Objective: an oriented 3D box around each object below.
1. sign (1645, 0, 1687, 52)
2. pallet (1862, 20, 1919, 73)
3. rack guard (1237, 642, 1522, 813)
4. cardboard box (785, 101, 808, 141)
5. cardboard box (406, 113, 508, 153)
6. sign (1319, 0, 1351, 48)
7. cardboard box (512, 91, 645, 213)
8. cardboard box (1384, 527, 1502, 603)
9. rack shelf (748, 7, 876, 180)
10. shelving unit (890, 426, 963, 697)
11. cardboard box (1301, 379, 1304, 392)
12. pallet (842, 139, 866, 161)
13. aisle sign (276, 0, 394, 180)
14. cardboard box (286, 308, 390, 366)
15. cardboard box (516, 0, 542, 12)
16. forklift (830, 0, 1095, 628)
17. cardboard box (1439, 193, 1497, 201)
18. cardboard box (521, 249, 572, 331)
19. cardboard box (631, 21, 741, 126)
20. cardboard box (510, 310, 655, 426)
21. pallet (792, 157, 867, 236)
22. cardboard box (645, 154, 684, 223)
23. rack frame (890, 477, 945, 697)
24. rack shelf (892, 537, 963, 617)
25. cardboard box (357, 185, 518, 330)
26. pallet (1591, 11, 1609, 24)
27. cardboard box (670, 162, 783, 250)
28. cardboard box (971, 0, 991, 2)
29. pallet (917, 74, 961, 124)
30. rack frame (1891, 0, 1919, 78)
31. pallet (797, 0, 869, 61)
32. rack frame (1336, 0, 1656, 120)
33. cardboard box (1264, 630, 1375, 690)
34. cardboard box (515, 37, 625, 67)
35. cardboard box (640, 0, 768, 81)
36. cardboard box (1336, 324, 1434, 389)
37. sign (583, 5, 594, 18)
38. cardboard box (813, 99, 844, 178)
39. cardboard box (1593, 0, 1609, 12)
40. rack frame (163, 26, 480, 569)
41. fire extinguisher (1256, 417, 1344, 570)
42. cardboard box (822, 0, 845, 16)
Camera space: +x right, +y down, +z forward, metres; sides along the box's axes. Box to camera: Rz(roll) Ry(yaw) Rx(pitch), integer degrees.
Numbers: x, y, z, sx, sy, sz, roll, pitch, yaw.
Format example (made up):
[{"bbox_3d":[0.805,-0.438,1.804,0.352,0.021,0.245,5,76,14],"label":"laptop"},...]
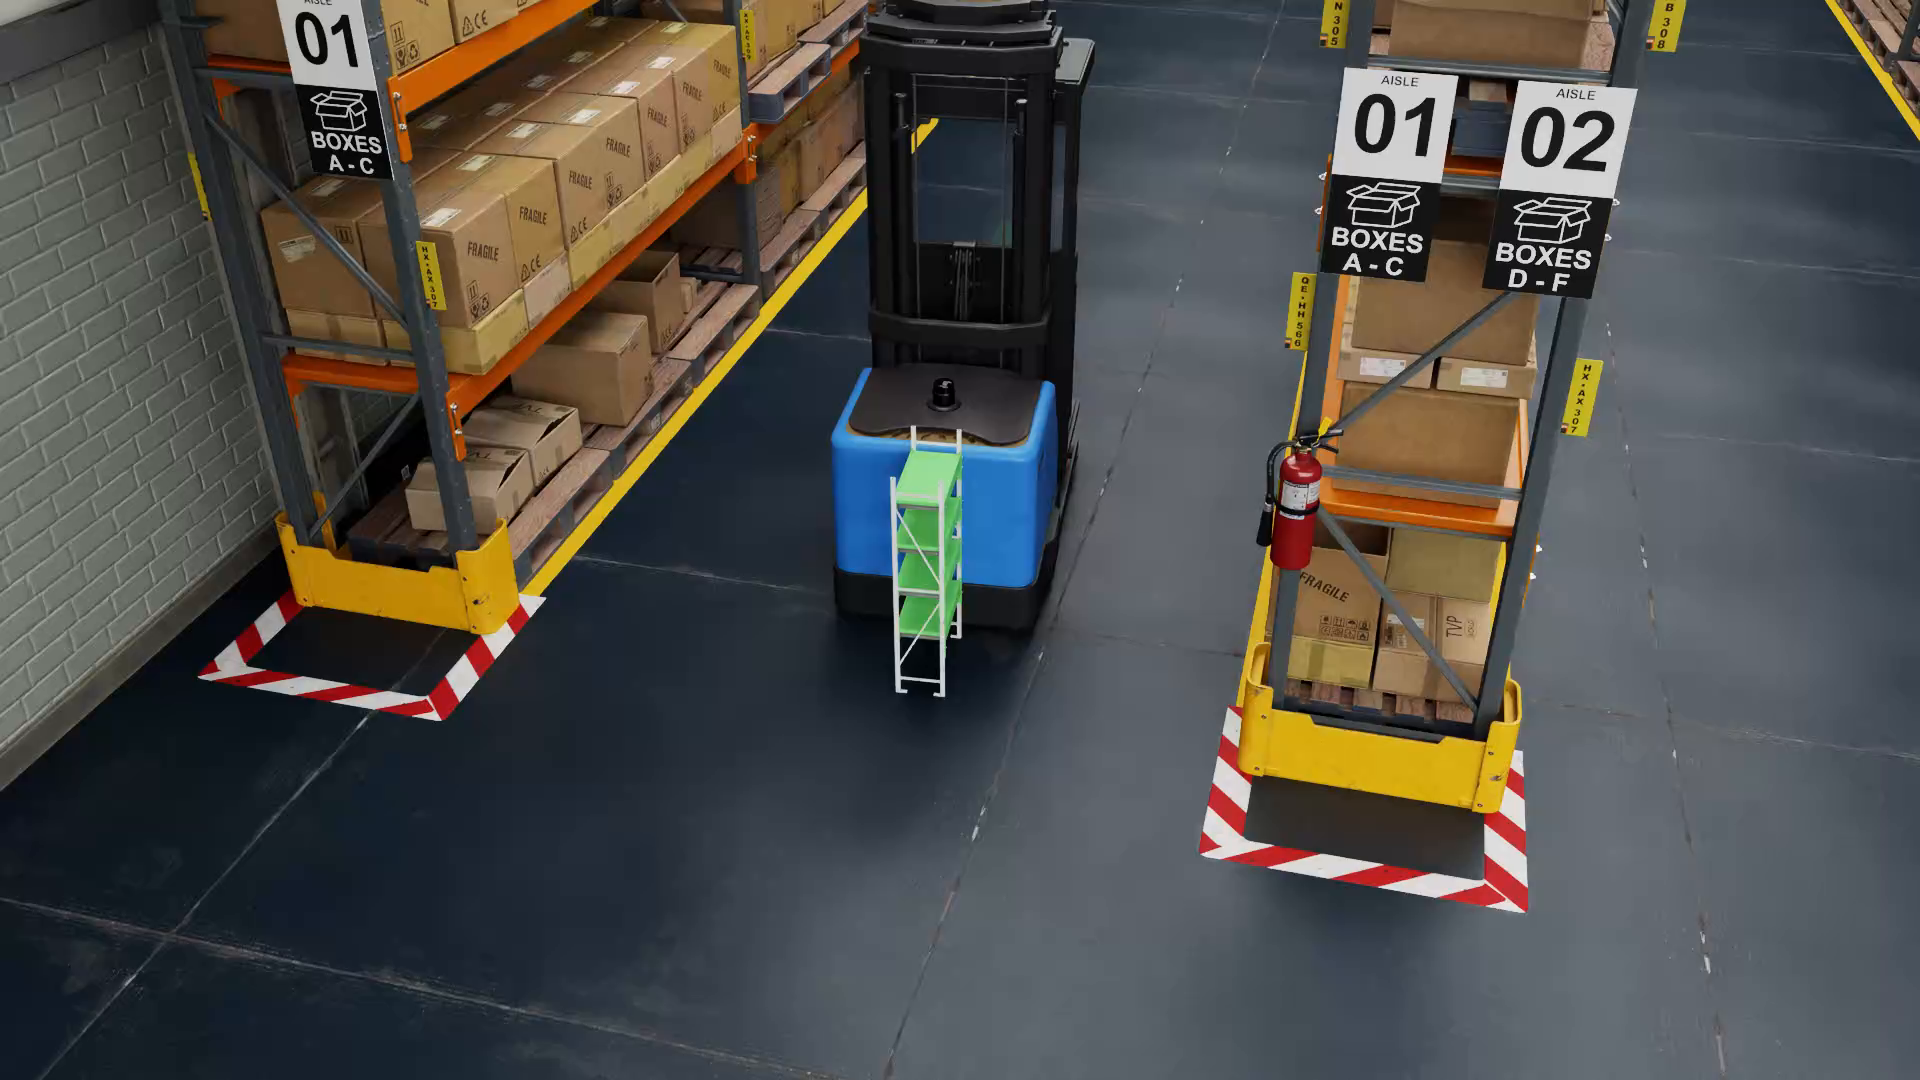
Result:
[{"bbox_3d":[2.406,-1.820,5.633,0.100,0.325,0.005,8,33,12],"label":"sign"},{"bbox_3d":[9.856,-4.991,16.905,1.003,0.211,1.213,8,33,12],"label":"pallet"},{"bbox_3d":[1.865,0.837,7.468,1.175,0.500,0.348,8,33,12],"label":"rack guard"},{"bbox_3d":[-1.499,-3.310,12.881,0.500,0.250,0.500,7,33,11],"label":"cardboard box"},{"bbox_3d":[-2.743,-1.967,8.970,0.500,0.500,0.500,7,33,11],"label":"cardboard box"},{"bbox_3d":[1.350,-1.918,5.923,0.100,0.325,0.005,8,33,12],"label":"sign"},{"bbox_3d":[-2.118,-2.163,9.279,0.500,0.500,0.500,9,34,14],"label":"cardboard box"},{"bbox_3d":[2.347,-0.072,8.039,0.500,0.500,0.500,8,33,12],"label":"cardboard box"},{"bbox_3d":[-1.399,-3.713,12.965,1.077,0.370,4.000,8,33,12],"label":"rack shelf"},{"bbox_3d":[-0.152,0.109,7.960,0.258,1.200,0.503,5,33,8],"label":"shelving unit"},{"bbox_3d":[2.087,-0.663,8.969,0.500,0.500,0.500,8,33,12],"label":"cardboard box"},{"bbox_3d":[-1.091,-3.472,14.515,1.003,0.211,1.213,8,33,12],"label":"pallet"},{"bbox_3d":[-2.650,-1.922,7.054,0.394,0.787,0.004,8,33,12],"label":"aisle sign"},{"bbox_3d":[-2.990,-1.117,8.333,0.500,0.250,0.500,8,33,13],"label":"cardboard box"},{"bbox_3d":[-2.296,-2.903,8.113,0.500,0.500,0.500,10,34,15],"label":"cardboard box"},{"bbox_3d":[0.102,-1.568,8.985,1.130,2.935,3.031,5,33,8],"label":"forklift"},{"bbox_3d":[2.143,-1.362,7.294,0.700,0.500,0.500,7,33,11],"label":"cardboard box"},{"bbox_3d":[-2.373,-1.330,8.667,0.500,0.250,0.500,7,33,11],"label":"cardboard box"},{"bbox_3d":[-1.727,-2.953,10.521,0.500,0.500,0.500,8,33,12],"label":"cardboard box"},{"bbox_3d":[-2.280,-1.050,10.026,0.700,0.500,0.500,6,33,9],"label":"cardboard box"},{"bbox_3d":[-1.403,-2.841,13.523,1.003,0.211,1.213,8,33,12],"label":"pallet"},{"bbox_3d":[-1.981,-2.116,9.904,0.500,0.250,0.500,8,33,12],"label":"cardboard box"},{"bbox_3d":[-0.192,0.239,7.756,0.240,1.200,0.015,5,33,8],"label":"rack frame"},{"bbox_3d":[-0.152,0.163,7.994,0.258,0.148,0.480,5,33,8],"label":"rack shelf"},{"bbox_3d":[-2.510,-1.372,8.034,0.500,0.500,0.500,8,33,12],"label":"cardboard box"},{"bbox_3d":[2.383,-2.458,7.606,1.003,0.211,1.213,8,33,12],"label":"pallet"},{"bbox_3d":[-1.736,-2.494,12.297,0.700,0.500,0.500,9,34,14],"label":"cardboard box"},{"bbox_3d":[-0.138,-5.584,16.849,0.750,0.750,0.750,9,34,14],"label":"cardboard box"},{"bbox_3d":[-0.618,-4.277,15.780,1.003,0.211,1.213,8,33,12],"label":"pallet"},{"bbox_3d":[9.706,-5.781,15.548,1.000,3.000,0.127,8,33,12],"label":"rack frame"},{"bbox_3d":[-1.354,-3.941,12.832,1.003,0.211,1.213,8,33,12],"label":"pallet"},{"bbox_3d":[1.871,-2.762,5.207,1.000,3.000,0.127,8,33,12],"label":"rack frame"},{"bbox_3d":[1.721,0.434,7.943,0.500,0.250,0.500,8,33,12],"label":"cardboard box"},{"bbox_3d":[-2.363,-2.757,10.213,0.500,0.500,0.500,8,33,12],"label":"cardboard box"},{"bbox_3d":[-1.744,-3.466,11.403,0.700,0.500,0.500,8,33,13],"label":"cardboard box"},{"bbox_3d":[1.784,-0.771,6.969,0.380,0.149,0.250,7,33,12],"label":"cardboard box"},{"bbox_3d":[-2.444,-3.541,10.945,0.100,0.325,0.005,8,33,12],"label":"sign"},{"bbox_3d":[-1.366,-3.291,13.551,0.700,0.500,0.500,8,33,12],"label":"cardboard box"},{"bbox_3d":[2.557,-2.600,7.132,0.500,0.500,0.500,8,33,12],"label":"cardboard box"},{"bbox_3d":[-2.922,-0.903,7.875,1.000,3.000,0.127,8,33,12],"label":"rack frame"},{"bbox_3d":[1.392,-0.200,6.841,0.296,0.674,0.183,8,33,12],"label":"fire extinguisher"},{"bbox_3d":[-1.296,-4.388,12.852,0.700,0.500,0.500,8,33,12],"label":"cardboard box"}]
